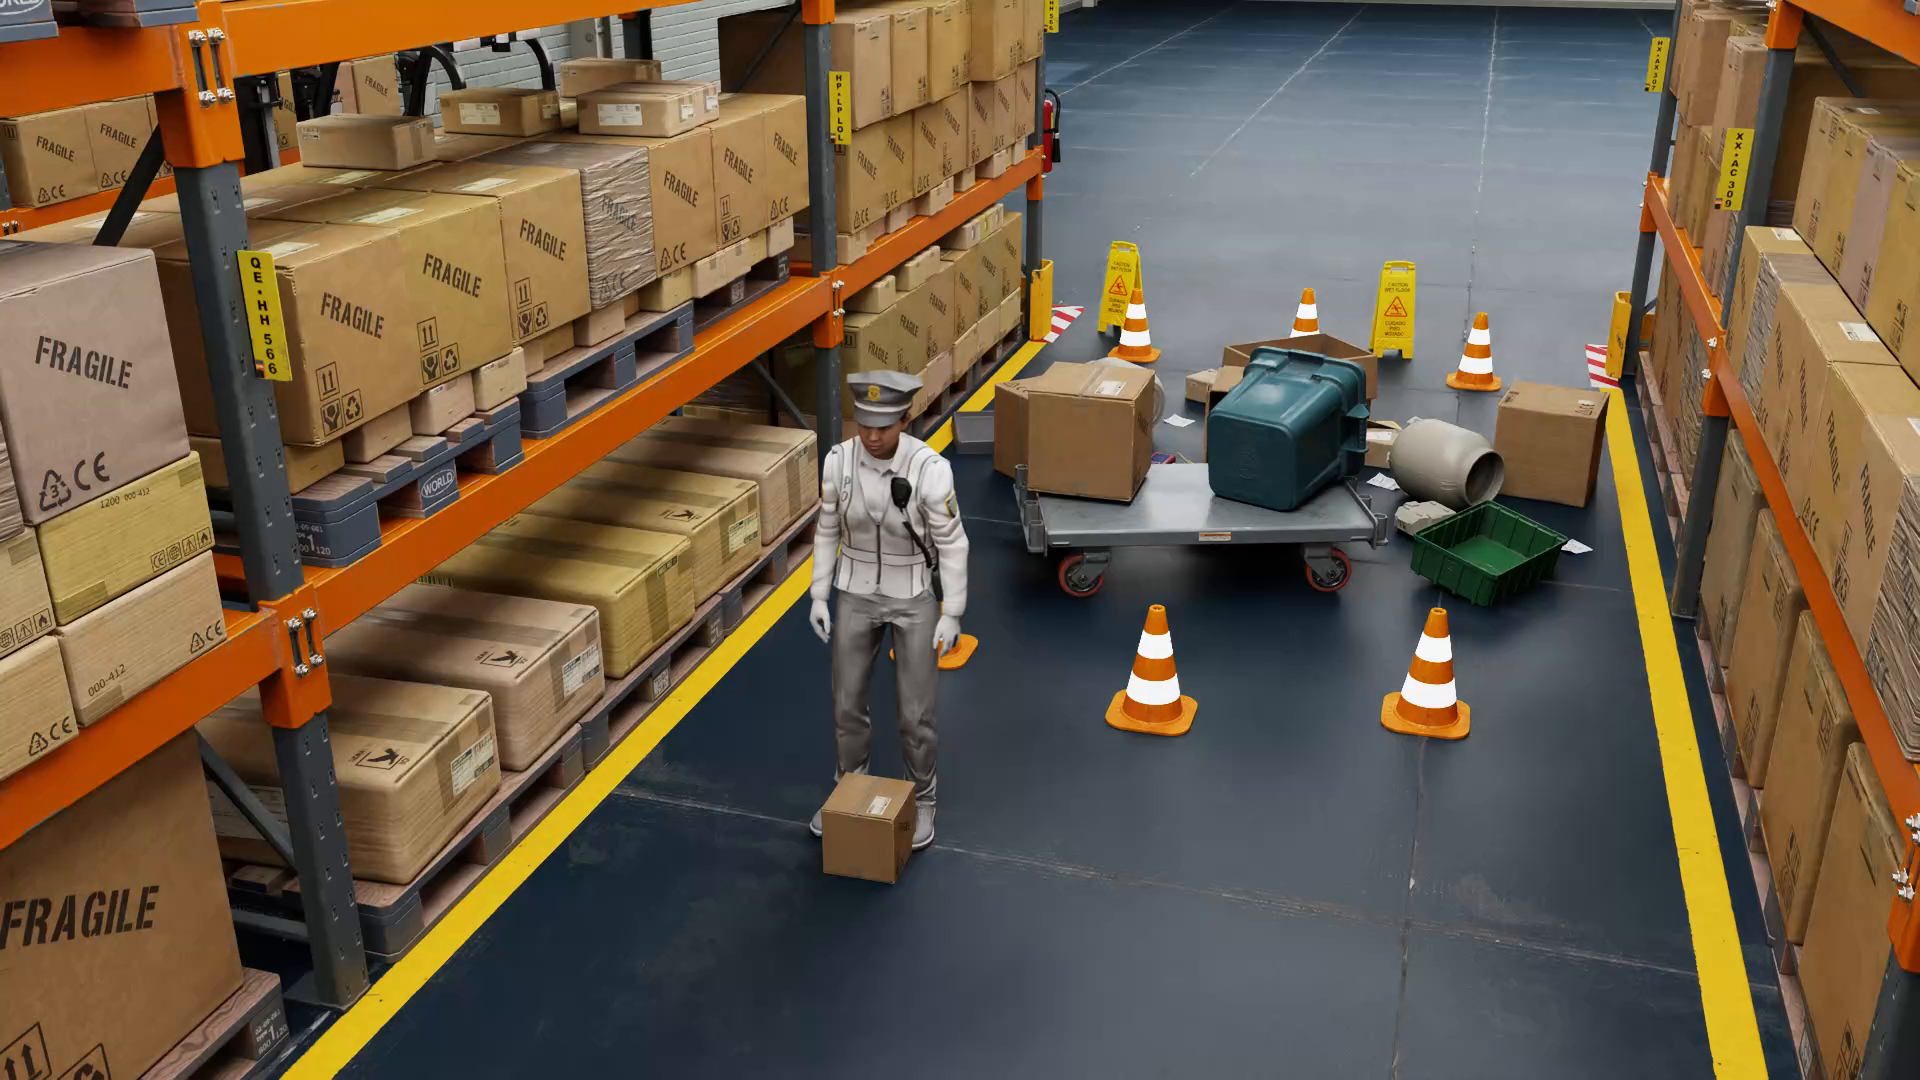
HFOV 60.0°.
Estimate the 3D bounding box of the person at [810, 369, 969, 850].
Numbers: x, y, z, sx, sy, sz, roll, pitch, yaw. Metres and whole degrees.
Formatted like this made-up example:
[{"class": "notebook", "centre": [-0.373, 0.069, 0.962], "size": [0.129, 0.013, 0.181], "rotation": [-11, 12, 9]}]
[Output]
[{"class": "person", "centre": [-0.241, 0.226, 5.528], "size": [0.536, 1.663, 0.378], "rotation": [6, 23, 15]}]
